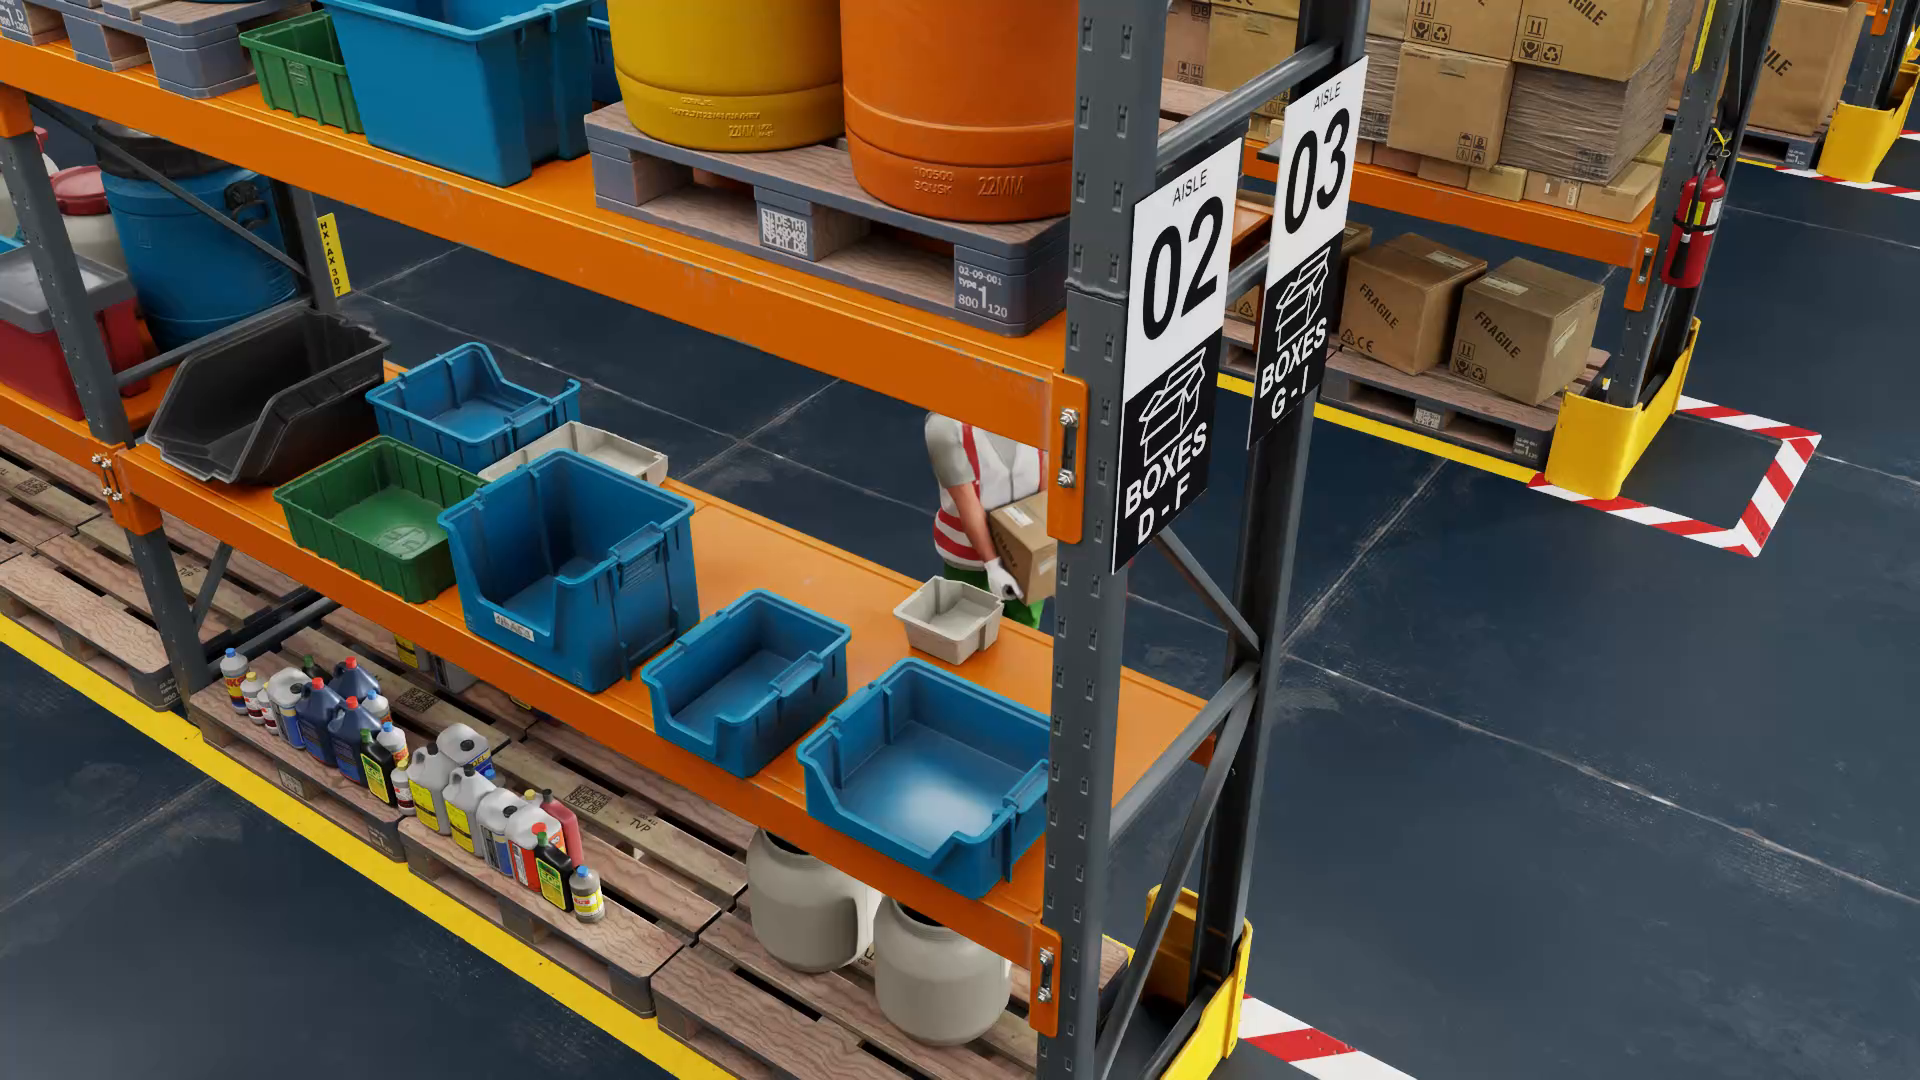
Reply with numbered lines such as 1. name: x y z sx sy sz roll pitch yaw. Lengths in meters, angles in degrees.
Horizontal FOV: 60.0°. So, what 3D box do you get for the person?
1. person: 0.175 0.077 6.014 0.494 1.782 0.560 -22 40 -28
